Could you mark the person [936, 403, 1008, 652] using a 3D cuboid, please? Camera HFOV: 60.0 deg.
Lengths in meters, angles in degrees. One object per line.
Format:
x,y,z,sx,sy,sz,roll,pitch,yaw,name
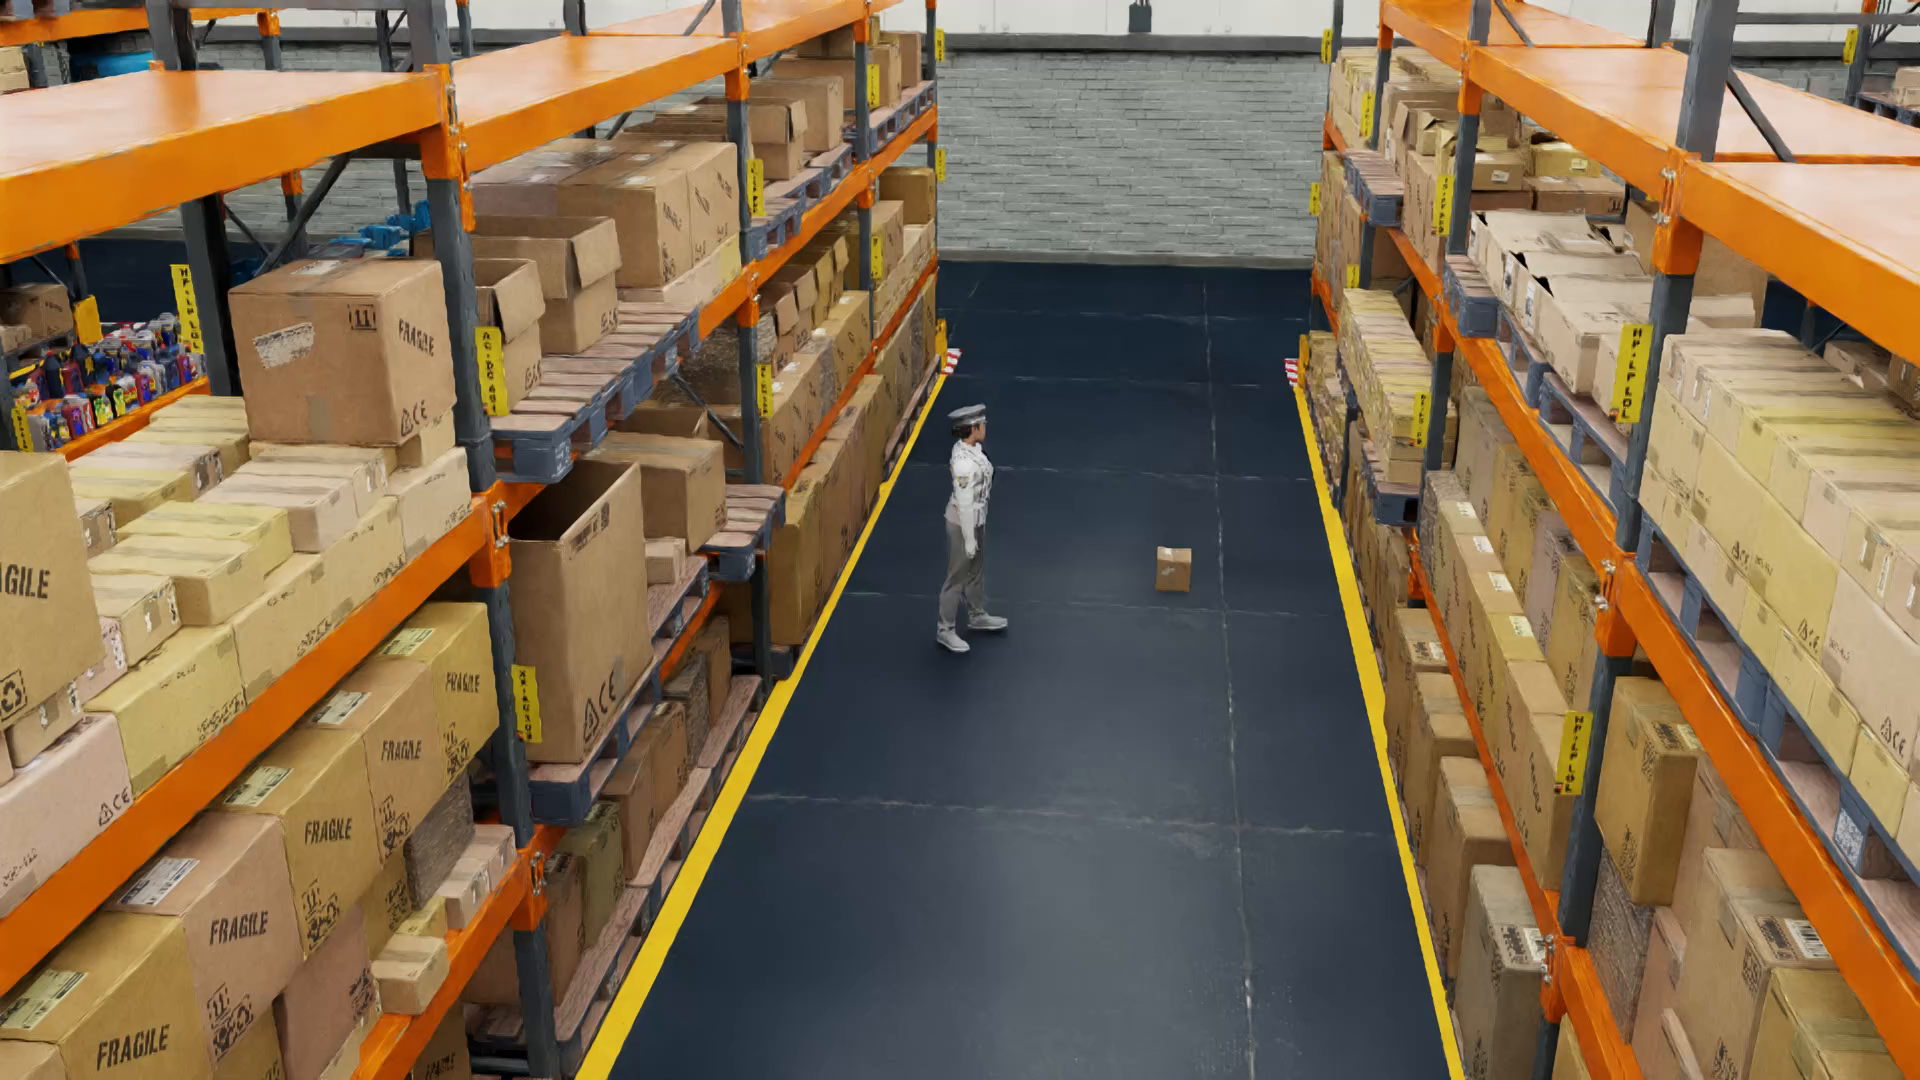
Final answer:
0.087,-0.107,11.281,0.478,1.672,0.568,2,21,6,person
